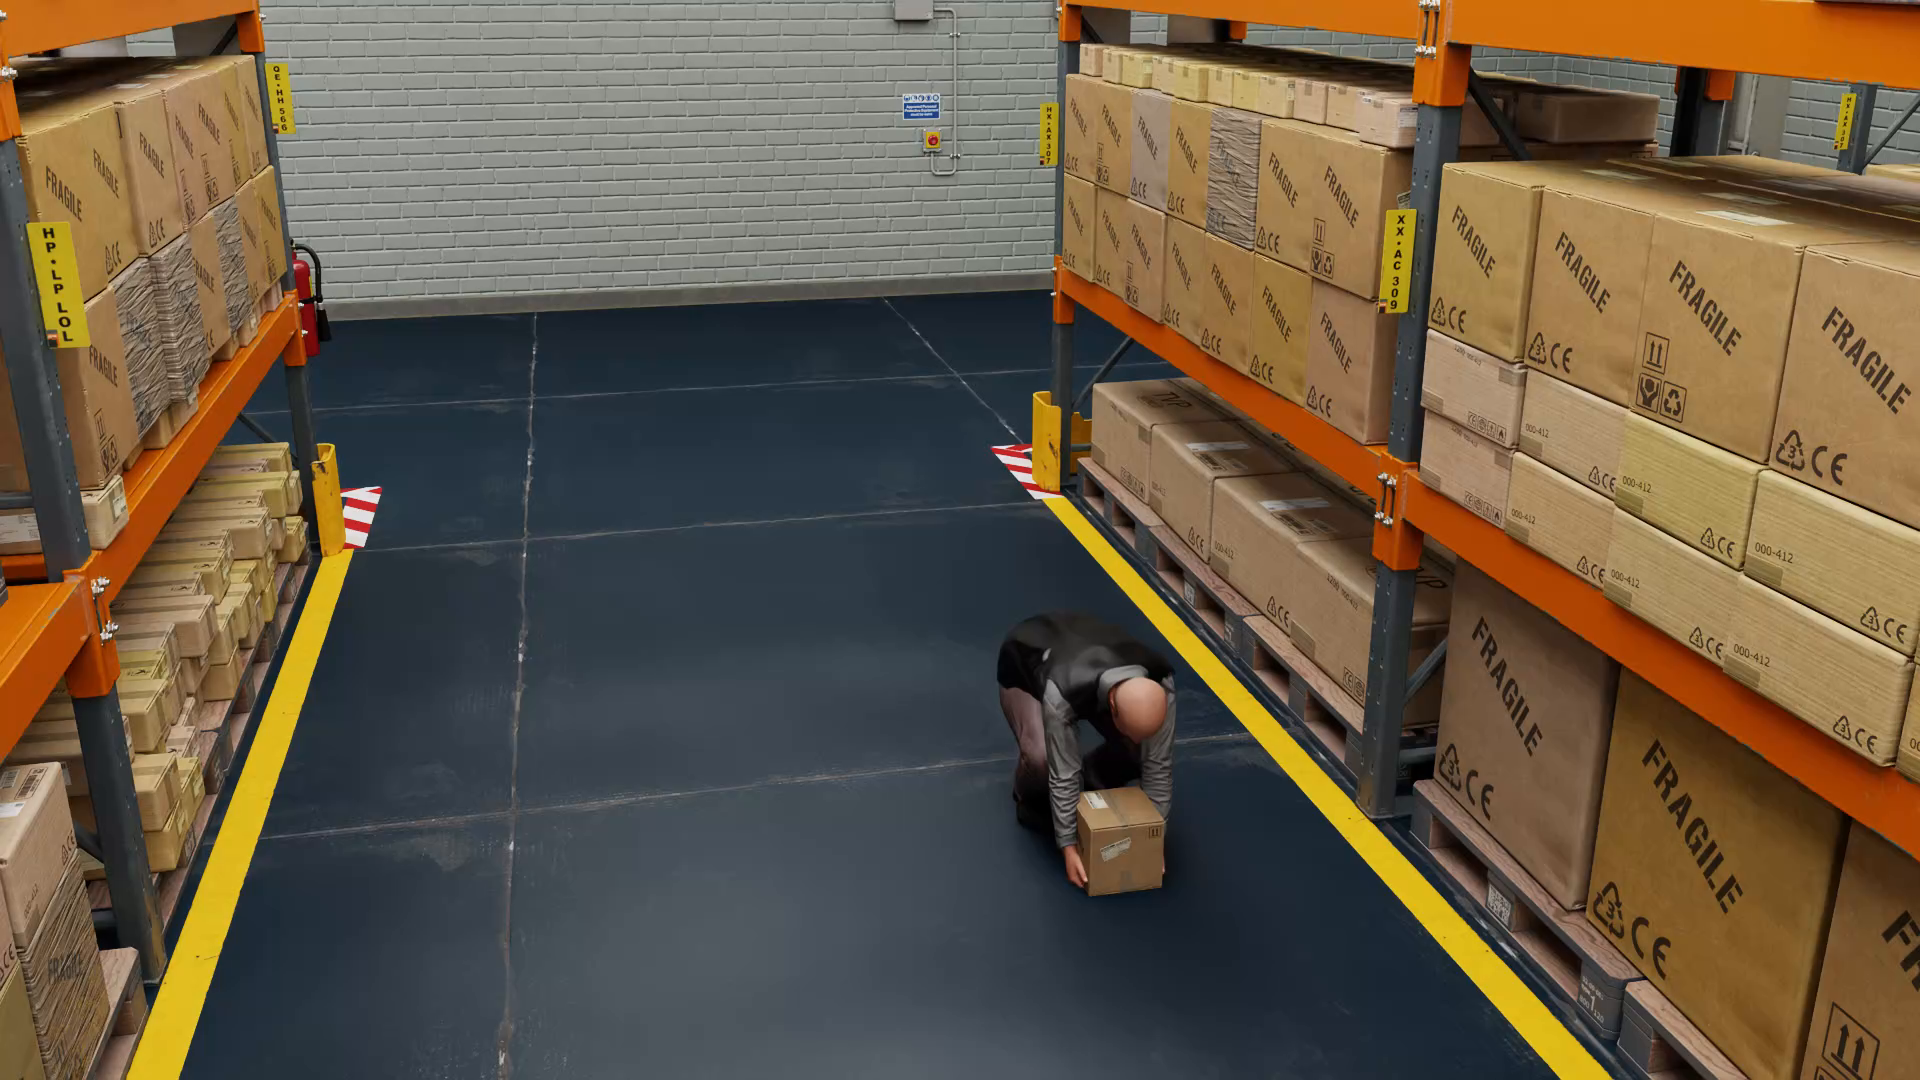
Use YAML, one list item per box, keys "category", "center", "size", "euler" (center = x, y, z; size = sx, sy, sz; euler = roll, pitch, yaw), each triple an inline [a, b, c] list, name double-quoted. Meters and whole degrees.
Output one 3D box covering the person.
- category: "person"
  center: [0.442, 0.665, 5.694]
  size: [0.506, 0.780, 0.925]
  euler: [-5, 20, -14]
